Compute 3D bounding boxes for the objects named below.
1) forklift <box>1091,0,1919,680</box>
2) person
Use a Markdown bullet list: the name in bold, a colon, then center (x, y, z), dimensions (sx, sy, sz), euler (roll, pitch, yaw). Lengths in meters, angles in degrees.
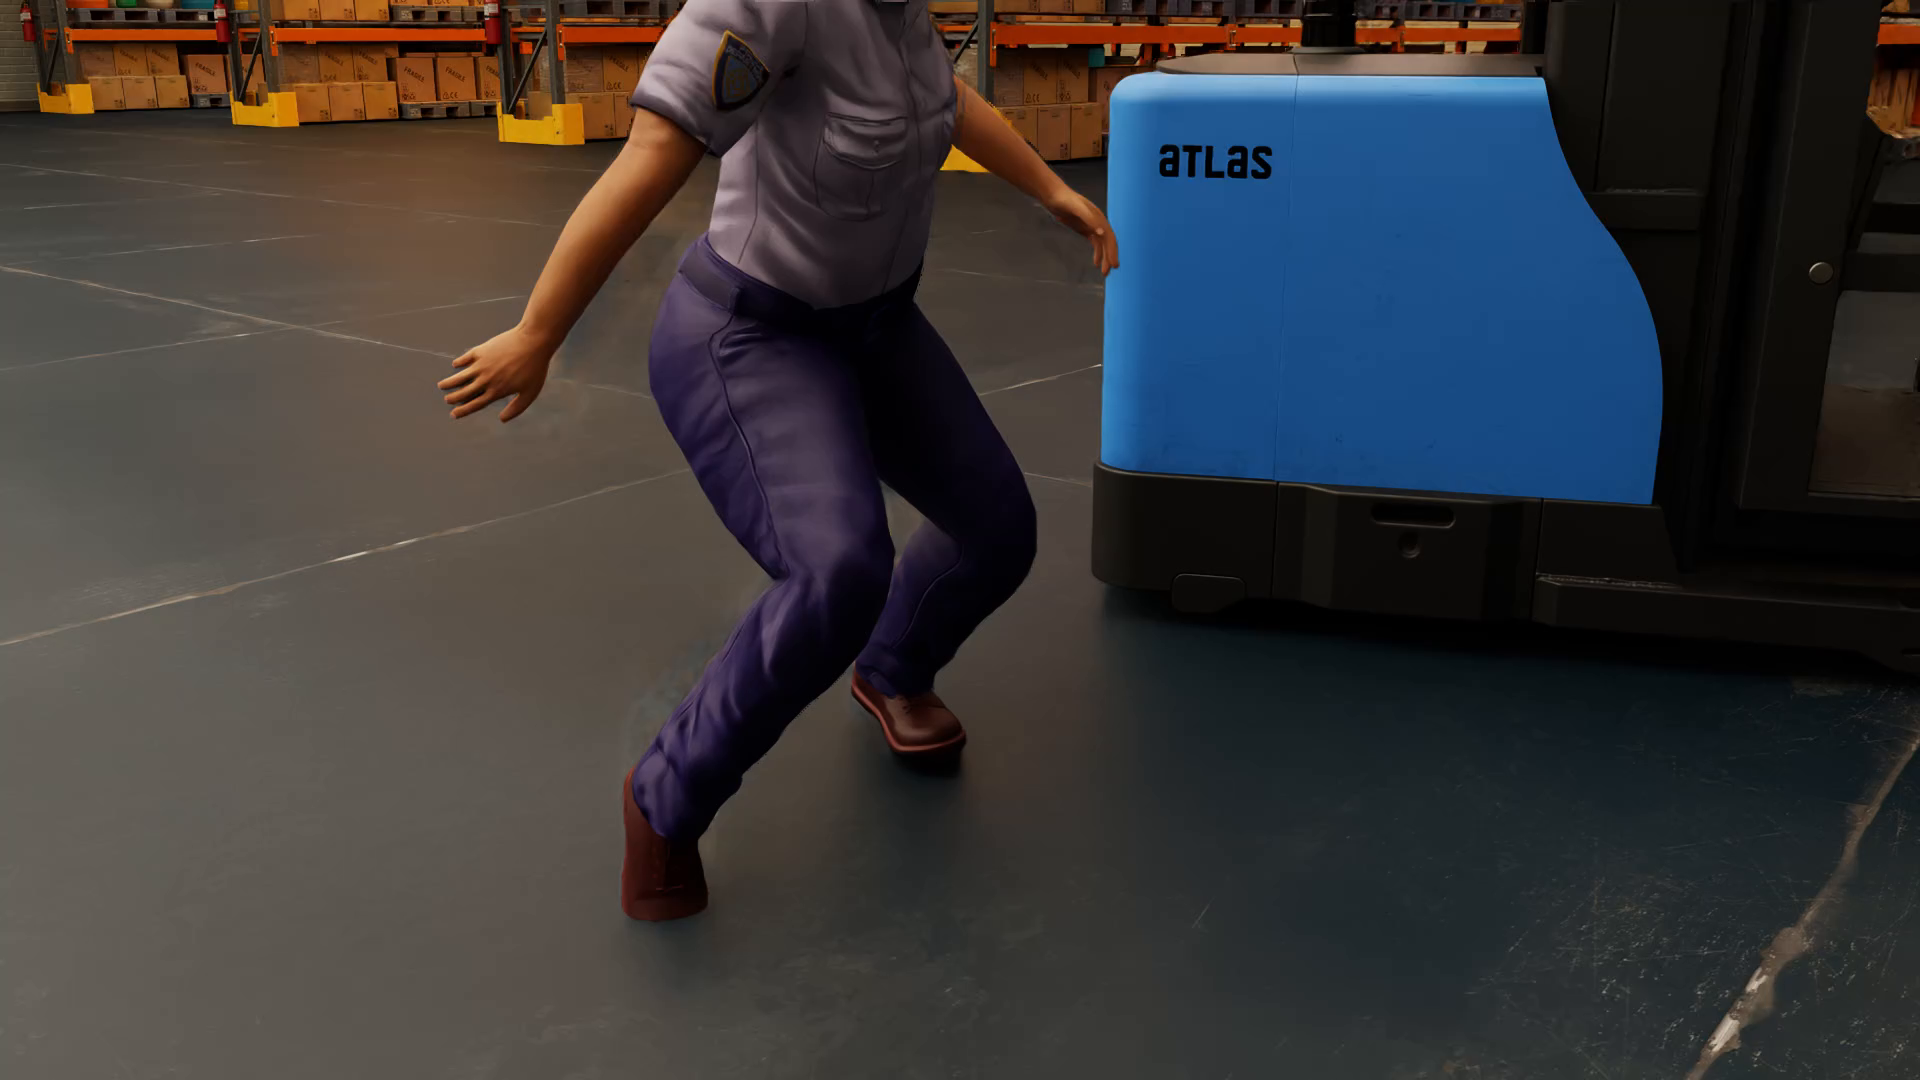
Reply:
- **forklift**: center (1.849, -1.279, 3.110), dimensions (3.031, 2.935, 1.130), euler (4, 17, 14)
- **person**: center (-0.199, -0.224, 2.310), dimensions (0.510, 1.554, 0.946), euler (10, 20, 30)
